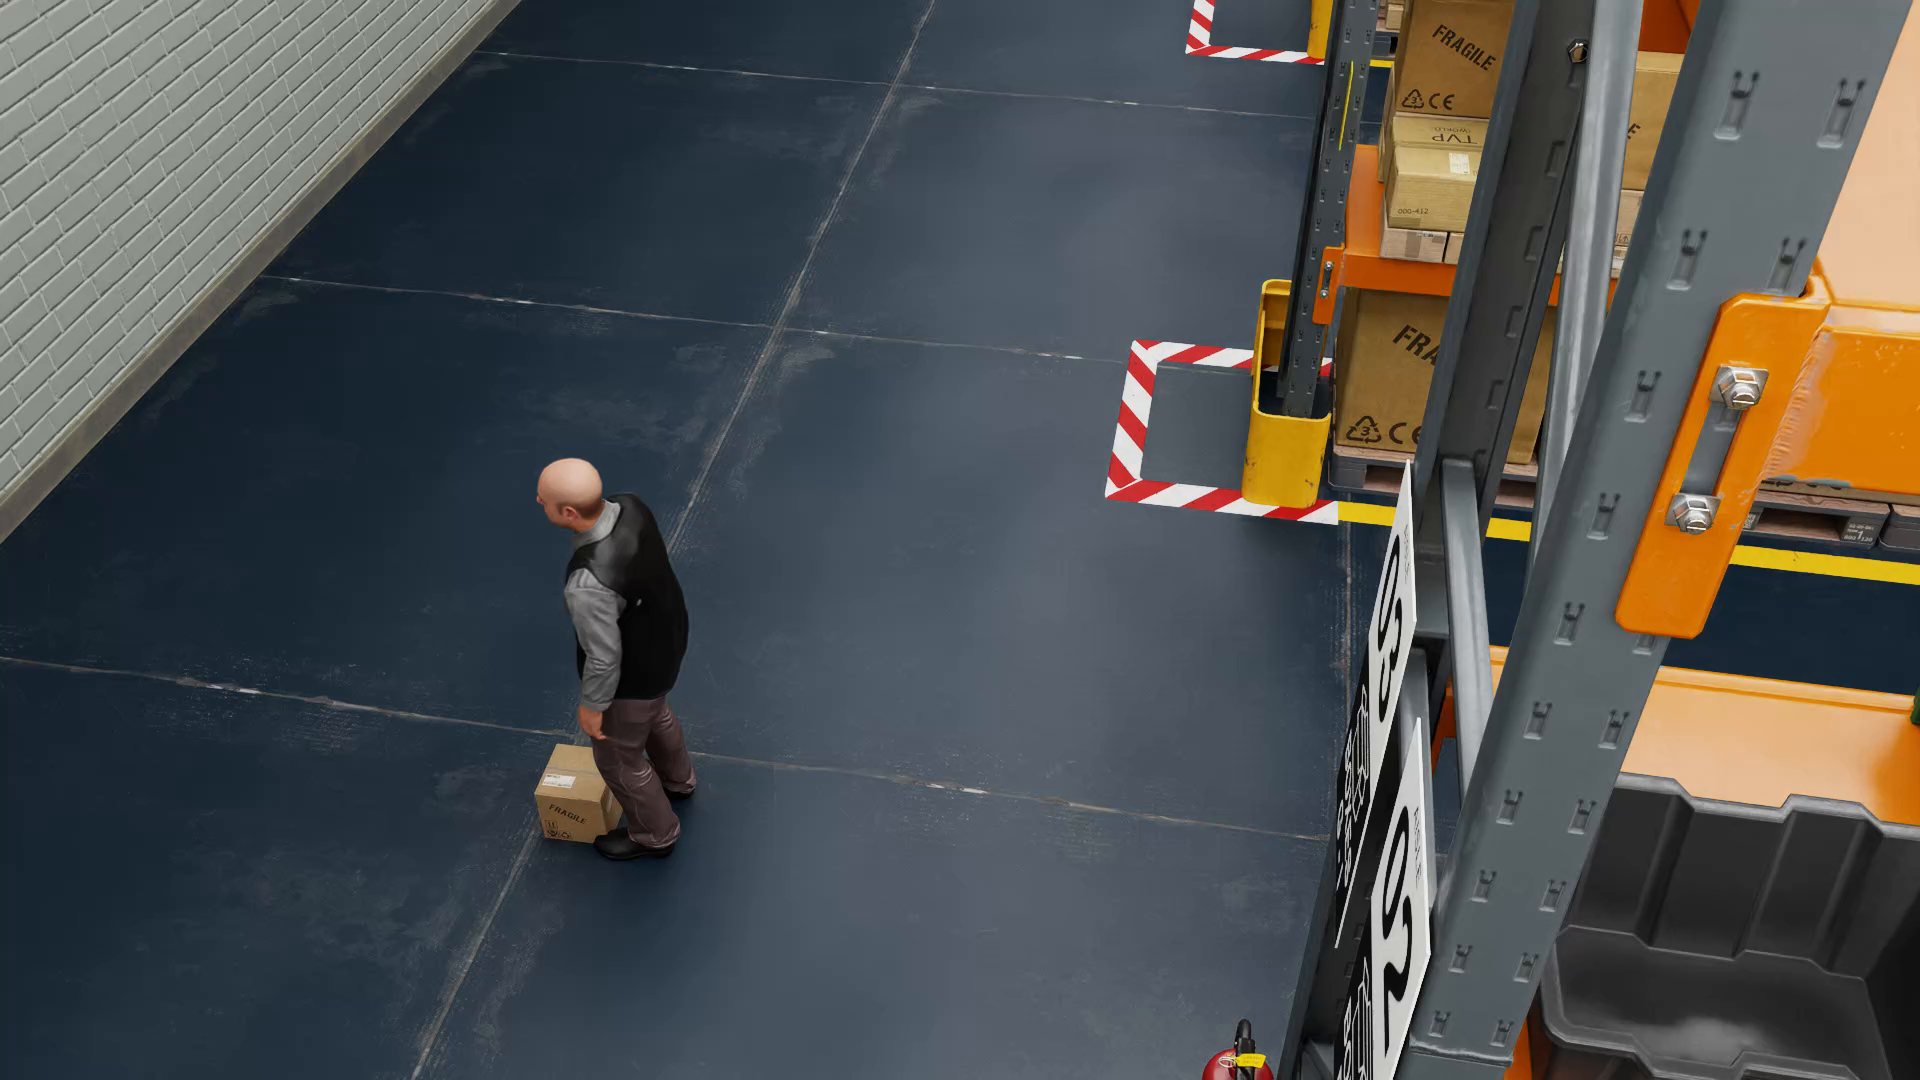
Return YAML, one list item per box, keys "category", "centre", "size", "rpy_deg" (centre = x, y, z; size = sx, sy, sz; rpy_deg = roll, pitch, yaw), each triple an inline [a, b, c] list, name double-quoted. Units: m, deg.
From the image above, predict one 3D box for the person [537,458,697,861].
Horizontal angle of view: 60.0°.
- category: "person"
  centre: [-1.129, 0.416, 5.684]
  size: [0.412, 1.721, 0.589]
  rpy_deg: [5, 41, 6]
